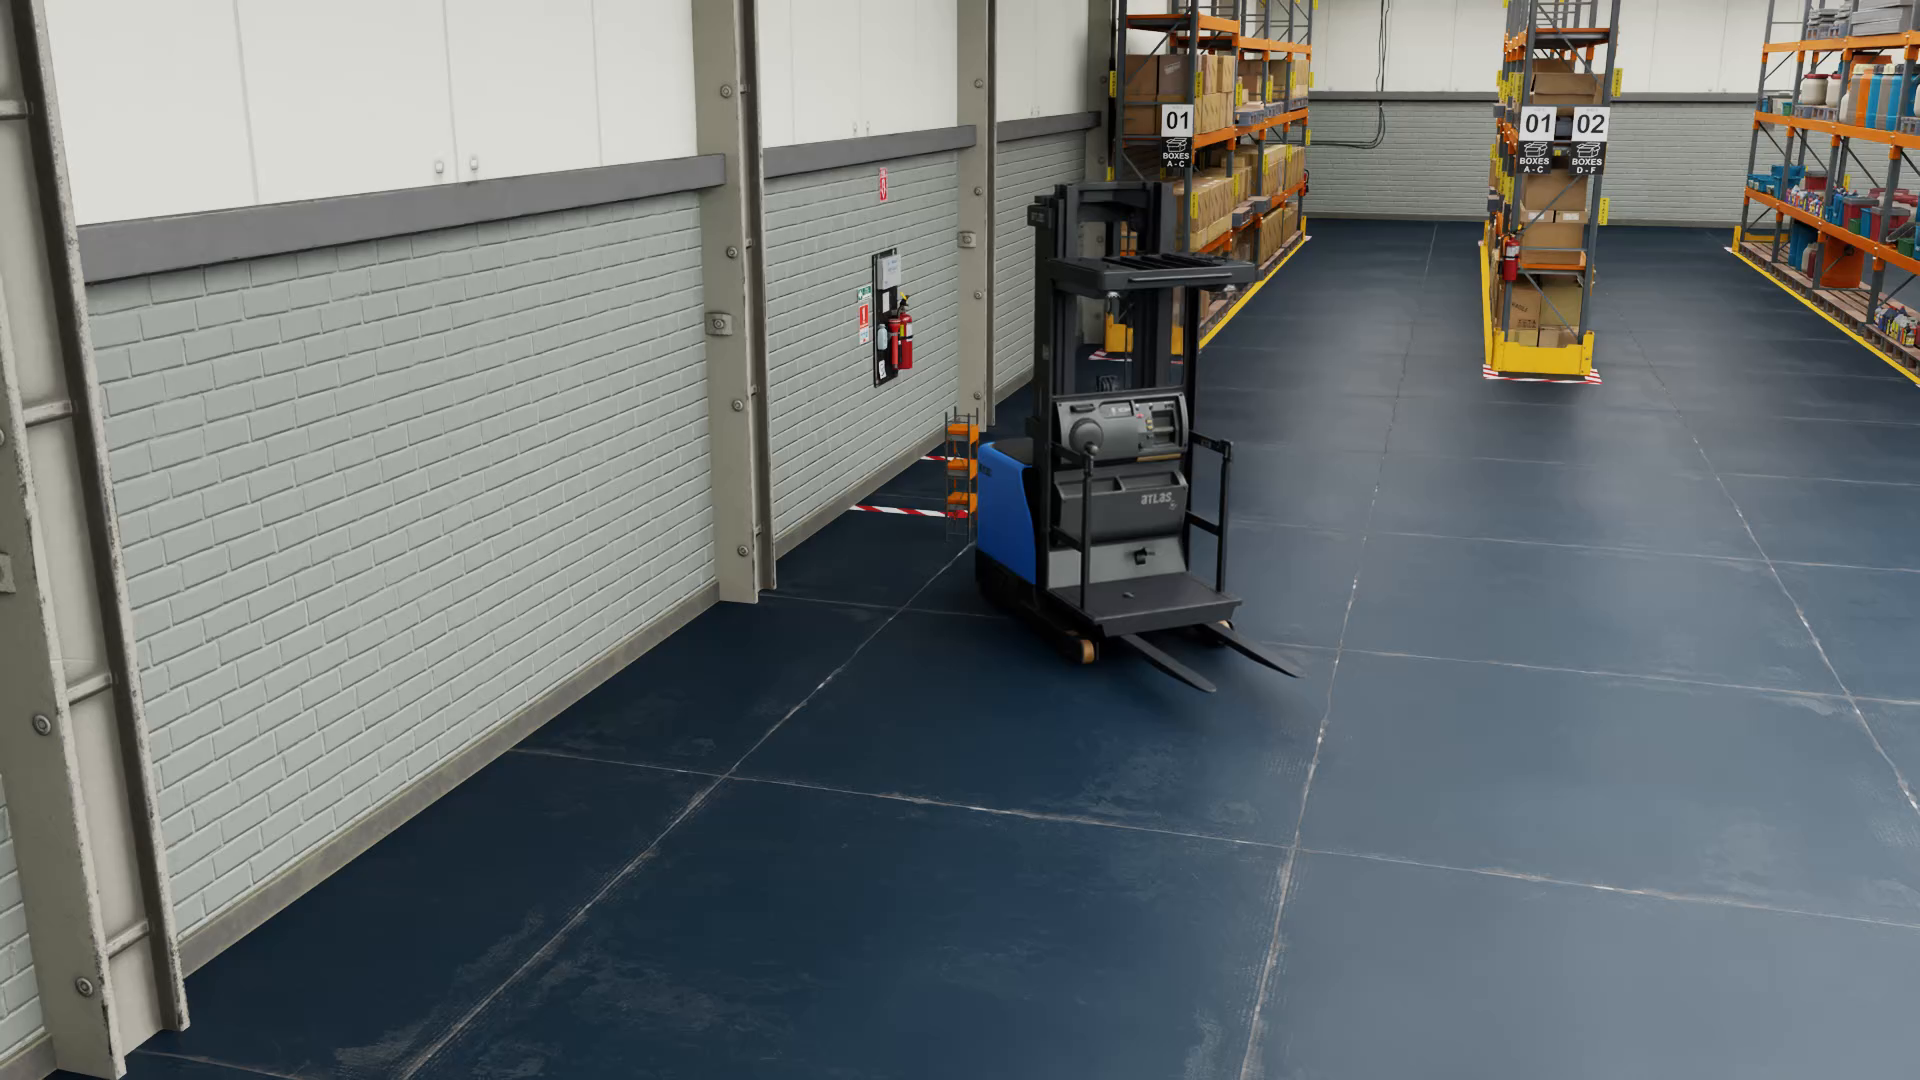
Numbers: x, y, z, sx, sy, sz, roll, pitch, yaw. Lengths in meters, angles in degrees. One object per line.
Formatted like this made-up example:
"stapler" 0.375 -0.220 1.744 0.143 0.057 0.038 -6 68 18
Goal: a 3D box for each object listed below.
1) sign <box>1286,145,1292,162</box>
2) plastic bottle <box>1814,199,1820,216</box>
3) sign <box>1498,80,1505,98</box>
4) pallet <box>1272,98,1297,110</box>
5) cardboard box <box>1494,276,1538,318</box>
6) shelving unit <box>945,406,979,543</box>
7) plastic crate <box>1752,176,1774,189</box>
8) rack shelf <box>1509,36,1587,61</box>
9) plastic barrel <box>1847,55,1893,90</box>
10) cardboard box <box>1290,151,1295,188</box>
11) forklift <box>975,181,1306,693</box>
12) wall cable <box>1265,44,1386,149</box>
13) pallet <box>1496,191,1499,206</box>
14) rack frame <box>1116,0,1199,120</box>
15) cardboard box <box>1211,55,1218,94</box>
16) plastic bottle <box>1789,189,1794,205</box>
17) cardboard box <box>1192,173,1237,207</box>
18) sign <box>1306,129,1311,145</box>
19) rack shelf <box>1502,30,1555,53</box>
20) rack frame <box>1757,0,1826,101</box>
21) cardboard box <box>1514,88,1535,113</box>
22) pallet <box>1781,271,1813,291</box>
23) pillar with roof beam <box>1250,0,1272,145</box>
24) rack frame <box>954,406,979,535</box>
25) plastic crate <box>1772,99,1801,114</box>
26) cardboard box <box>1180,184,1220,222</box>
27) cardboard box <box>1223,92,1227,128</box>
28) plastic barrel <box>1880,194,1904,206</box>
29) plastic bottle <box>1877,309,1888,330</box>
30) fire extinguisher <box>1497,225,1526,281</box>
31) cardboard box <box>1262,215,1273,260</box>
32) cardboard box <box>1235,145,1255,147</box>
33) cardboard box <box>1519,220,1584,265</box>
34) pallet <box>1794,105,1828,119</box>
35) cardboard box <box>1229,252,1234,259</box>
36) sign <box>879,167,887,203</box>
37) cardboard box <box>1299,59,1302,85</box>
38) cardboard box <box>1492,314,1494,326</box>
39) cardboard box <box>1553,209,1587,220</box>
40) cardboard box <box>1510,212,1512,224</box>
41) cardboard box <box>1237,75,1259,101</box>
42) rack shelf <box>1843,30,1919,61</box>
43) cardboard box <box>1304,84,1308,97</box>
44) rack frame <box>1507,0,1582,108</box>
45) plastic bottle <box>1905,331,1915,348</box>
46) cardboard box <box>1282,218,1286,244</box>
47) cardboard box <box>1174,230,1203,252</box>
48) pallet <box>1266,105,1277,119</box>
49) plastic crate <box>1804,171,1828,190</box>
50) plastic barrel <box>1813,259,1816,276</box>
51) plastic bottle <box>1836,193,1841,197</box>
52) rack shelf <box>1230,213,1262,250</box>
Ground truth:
"sign" 6.436 -7.566 32.530 0.100 0.325 0.005 5 16 16
"plastic bottle" 14.152 -5.489 27.420 0.097 0.271 0.097 0 16 0
"sign" 10.141 -8.435 31.127 0.100 0.325 0.005 5 16 16
"pallet" 6.155 -8.700 33.171 1.003 0.211 1.213 5 16 16
"cardboard box" 7.390 -3.230 22.115 0.500 0.500 0.500 5 16 16
"shelving unit" 0.015 -0.519 13.235 0.215 1.050 0.252 5 16 16
"plastic crate" 15.975 -7.102 33.068 0.416 0.233 0.300 5 16 16
"rack shelf" 8.958 -7.481 25.266 1.077 0.370 4.000 5 16 16
"plastic barrel" 14.439 -7.272 26.416 0.600 0.830 0.708 5 16 16
"cardboard box" 6.295 -7.562 33.944 0.980 0.700 0.700 4 16 14
"forklift" 1.139 -0.748 10.595 1.130 2.935 3.031 -6 17 -22
"wall cable" 8.999 -10.977 41.231 3.097 2.526 0.112 5 16 16
"pallet" 10.075 -6.074 29.598 1.003 0.211 1.213 5 16 16
"rack frame" 2.502 -6.833 20.930 1.000 3.000 0.127 5 16 16
"cardboard box" 3.171 -6.273 22.400 0.500 0.500 0.500 5 17 17
"plastic bottle" 14.817 -6.102 29.580 0.097 0.271 0.097 0 16 0
"cardboard box" 3.982 -5.530 26.338 0.700 0.500 0.500 6 17 22
"sign" 7.566 -8.758 36.155 0.100 0.325 0.005 5 16 16
"rack shelf" 11.231 -9.765 32.591 1.077 0.370 4.000 5 16 16
"rack frame" 16.548 -10.251 32.979 1.000 3.000 0.127 5 16 16
"cardboard box" 7.485 -5.701 21.571 0.500 0.311 0.500 7 17 22
"pallet" 14.807 -4.458 28.660 1.003 0.211 1.213 5 16 16
"pillar with roof beam" 11.115 -11.459 37.238 9.100 9.000 0.400 5 16 16
"rack frame" 0.050 -0.551 13.348 0.200 1.050 0.008 5 16 16
"plastic crate" 15.622 -8.195 31.445 0.437 0.282 0.530 5 16 16
"cardboard box" 3.364 -4.746 23.429 0.500 0.500 0.500 5 17 18
"cardboard box" 3.577 -6.212 24.016 0.500 0.500 0.500 3 16 11
"plastic barrel" 14.067 -4.930 25.008 0.421 0.512 0.421 0 16 0
"plastic bottle" 12.561 -2.991 22.561 0.152 0.276 0.135 5 17 18
"fire extinguisher" 6.774 -3.532 20.426 0.296 0.674 0.183 5 16 16
"cardboard box" 5.366 -5.619 30.812 0.750 0.750 0.750 5 16 16
"cardboard box" 5.390 -7.411 31.820 0.500 0.250 0.500 5 17 17
"cardboard box" 7.398 -3.733 20.811 0.700 0.500 0.500 5 16 16
"pallet" 15.282 -7.458 28.975 1.213 0.211 1.003 5 16 16
"cardboard box" 4.115 -4.466 27.352 0.700 0.500 0.500 5 17 17
"sign" -0.670 -3.105 14.531 0.001 0.298 0.199 5 16 16
"cardboard box" 6.659 -9.498 33.769 0.500 0.500 0.500 5 17 16
"cardboard box" 7.537 -3.000 22.678 0.500 0.250 0.500 5 16 16
"cardboard box" 7.643 -4.079 20.843 0.380 0.149 0.250 4 16 14
"cardboard box" 8.463 -4.790 24.966 0.396 0.266 0.258 4 16 15
"cardboard box" 4.856 -7.872 29.099 0.700 0.500 0.500 3 16 12
"rack shelf" 13.706 -7.096 23.908 1.077 0.370 4.000 5 16 16
"cardboard box" 7.096 -9.542 35.299 0.500 0.250 0.500 5 17 18
"rack frame" 9.526 -8.543 26.958 1.000 3.000 0.127 5 16 16
"plastic bottle" 12.103 -2.559 21.175 0.097 0.201 0.097 0 16 0
"cardboard box" 6.223 -6.274 33.762 0.700 0.500 0.500 5 17 17
"cardboard box" 2.946 -3.988 22.129 0.500 0.250 0.500 4 16 14
"pallet" 4.908 -7.565 29.352 1.213 0.211 1.003 5 17 18
"plastic crate" 15.905 -6.592 30.846 0.402 0.464 0.583 5 16 16
"plastic barrel" 14.472 -4.561 27.702 0.421 0.512 0.421 0 16 0
"plastic bottle" 15.199 -5.870 28.765 0.097 0.271 0.097 0 16 0
"rack shelf" 4.208 -5.171 27.381 1.077 0.370 4.000 5 16 16
